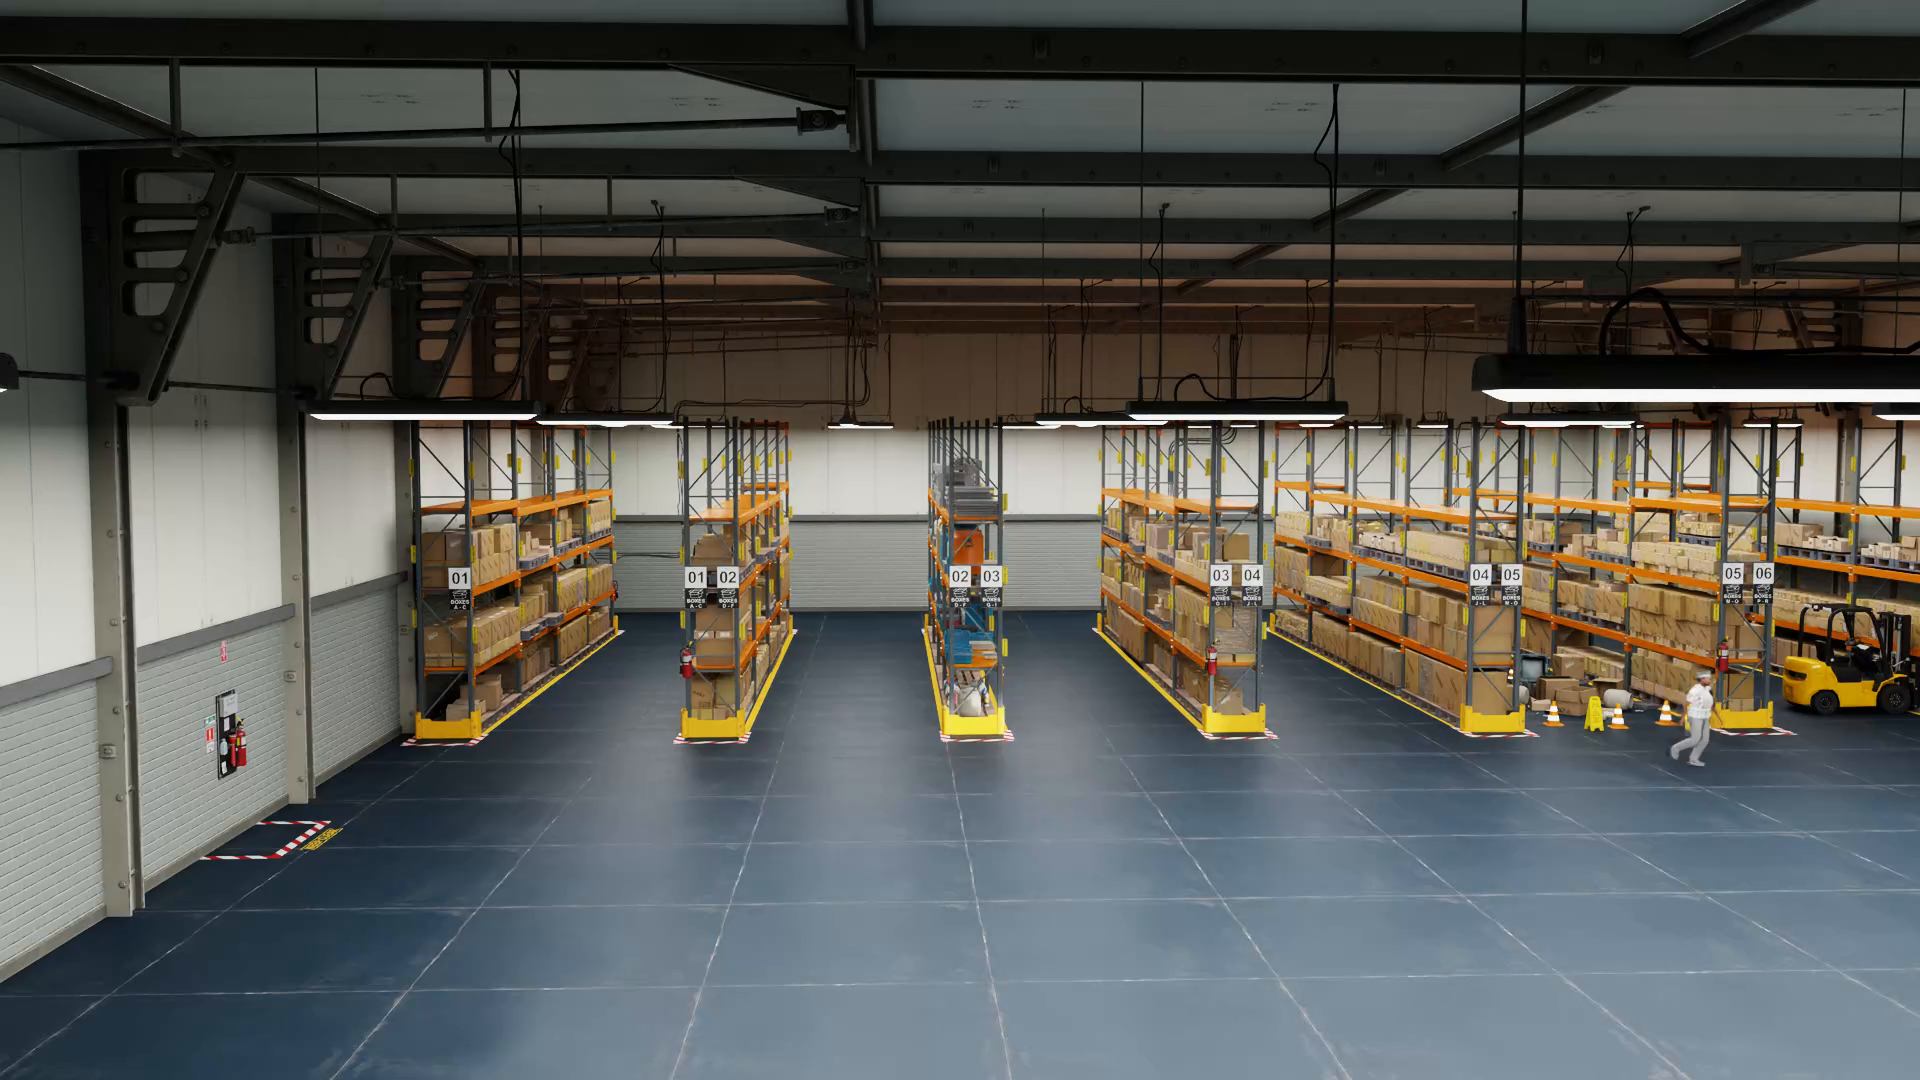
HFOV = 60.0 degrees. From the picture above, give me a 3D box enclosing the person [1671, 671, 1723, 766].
[{"bbox_3d":[12.601,3.041,28.475,0.629,1.650,0.668,-2,4,-29],"label":"person"}]
